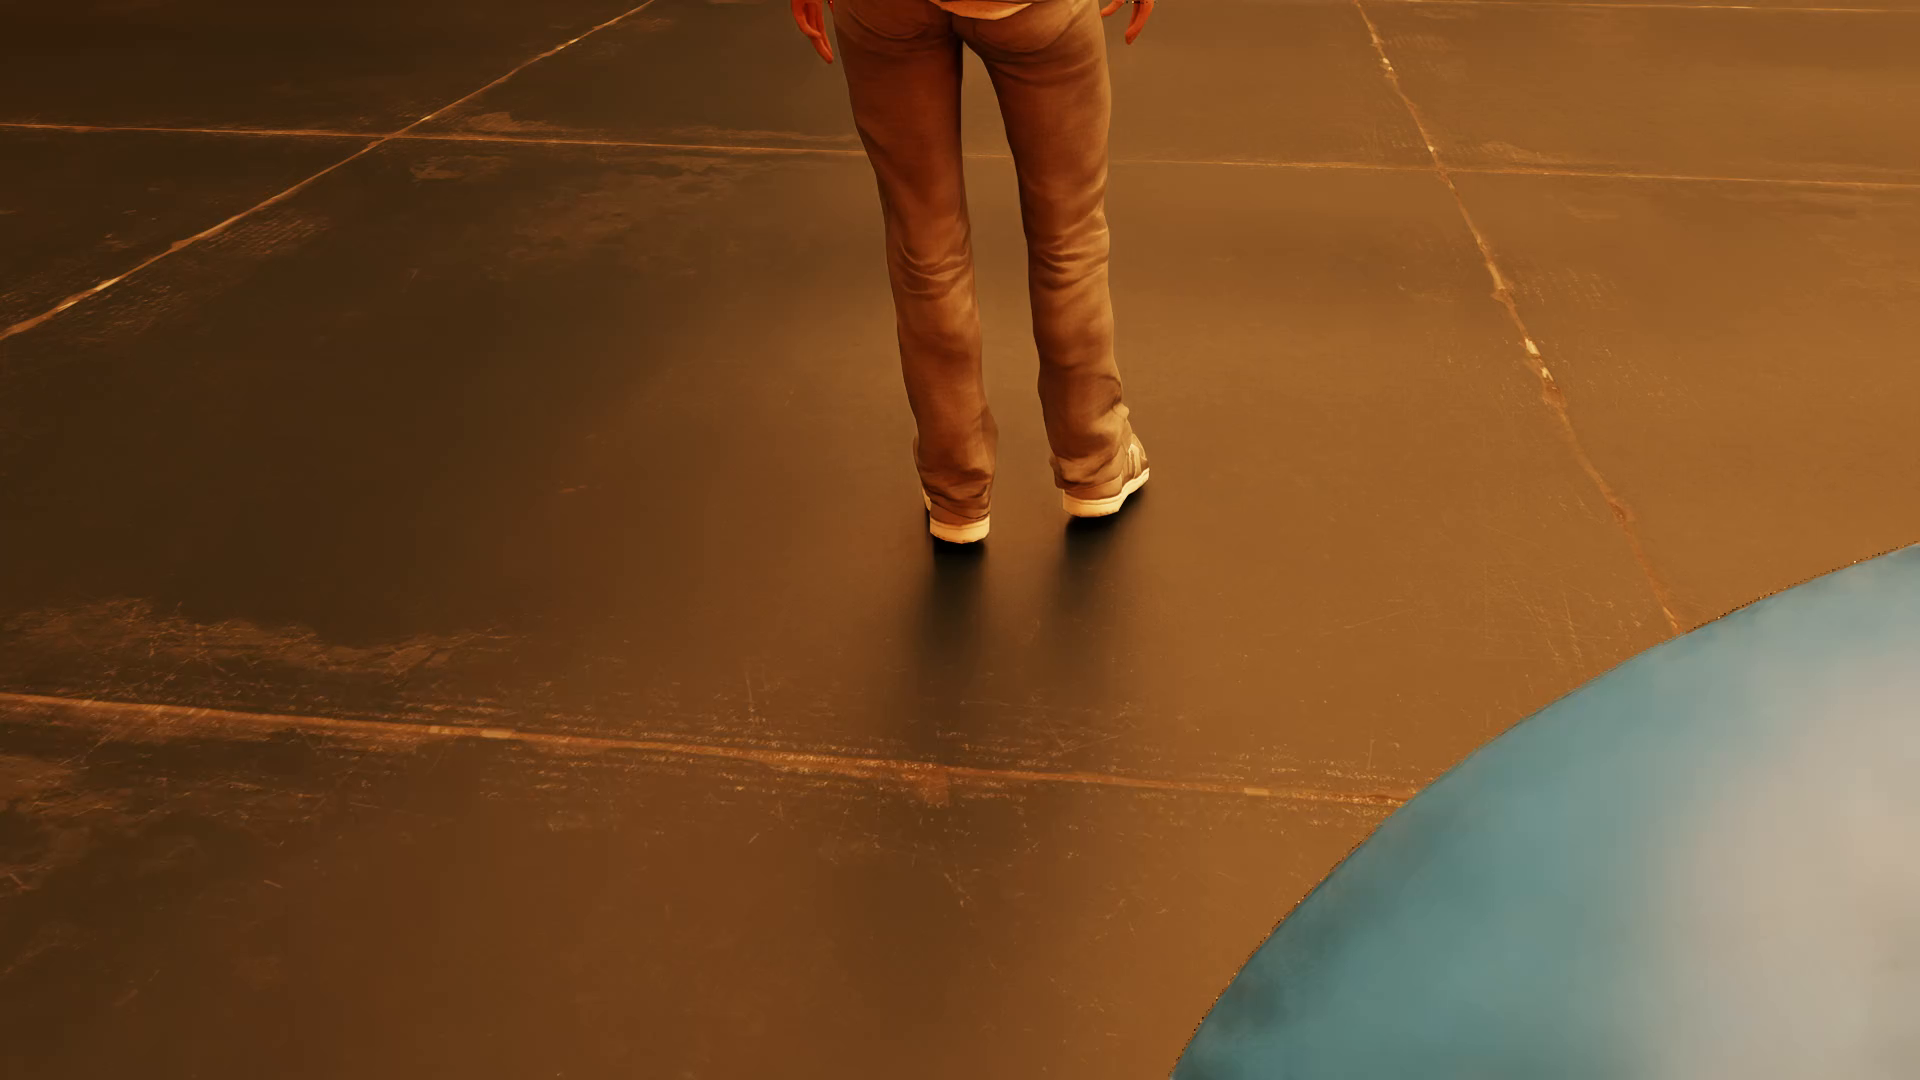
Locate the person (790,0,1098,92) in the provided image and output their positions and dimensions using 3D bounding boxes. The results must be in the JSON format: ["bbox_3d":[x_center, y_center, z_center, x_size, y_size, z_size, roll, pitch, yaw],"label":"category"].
[{"bbox_3d":[0.024,-0.754,2.205,0.520,1.600,0.472,3,27,7],"label":"person"}]
